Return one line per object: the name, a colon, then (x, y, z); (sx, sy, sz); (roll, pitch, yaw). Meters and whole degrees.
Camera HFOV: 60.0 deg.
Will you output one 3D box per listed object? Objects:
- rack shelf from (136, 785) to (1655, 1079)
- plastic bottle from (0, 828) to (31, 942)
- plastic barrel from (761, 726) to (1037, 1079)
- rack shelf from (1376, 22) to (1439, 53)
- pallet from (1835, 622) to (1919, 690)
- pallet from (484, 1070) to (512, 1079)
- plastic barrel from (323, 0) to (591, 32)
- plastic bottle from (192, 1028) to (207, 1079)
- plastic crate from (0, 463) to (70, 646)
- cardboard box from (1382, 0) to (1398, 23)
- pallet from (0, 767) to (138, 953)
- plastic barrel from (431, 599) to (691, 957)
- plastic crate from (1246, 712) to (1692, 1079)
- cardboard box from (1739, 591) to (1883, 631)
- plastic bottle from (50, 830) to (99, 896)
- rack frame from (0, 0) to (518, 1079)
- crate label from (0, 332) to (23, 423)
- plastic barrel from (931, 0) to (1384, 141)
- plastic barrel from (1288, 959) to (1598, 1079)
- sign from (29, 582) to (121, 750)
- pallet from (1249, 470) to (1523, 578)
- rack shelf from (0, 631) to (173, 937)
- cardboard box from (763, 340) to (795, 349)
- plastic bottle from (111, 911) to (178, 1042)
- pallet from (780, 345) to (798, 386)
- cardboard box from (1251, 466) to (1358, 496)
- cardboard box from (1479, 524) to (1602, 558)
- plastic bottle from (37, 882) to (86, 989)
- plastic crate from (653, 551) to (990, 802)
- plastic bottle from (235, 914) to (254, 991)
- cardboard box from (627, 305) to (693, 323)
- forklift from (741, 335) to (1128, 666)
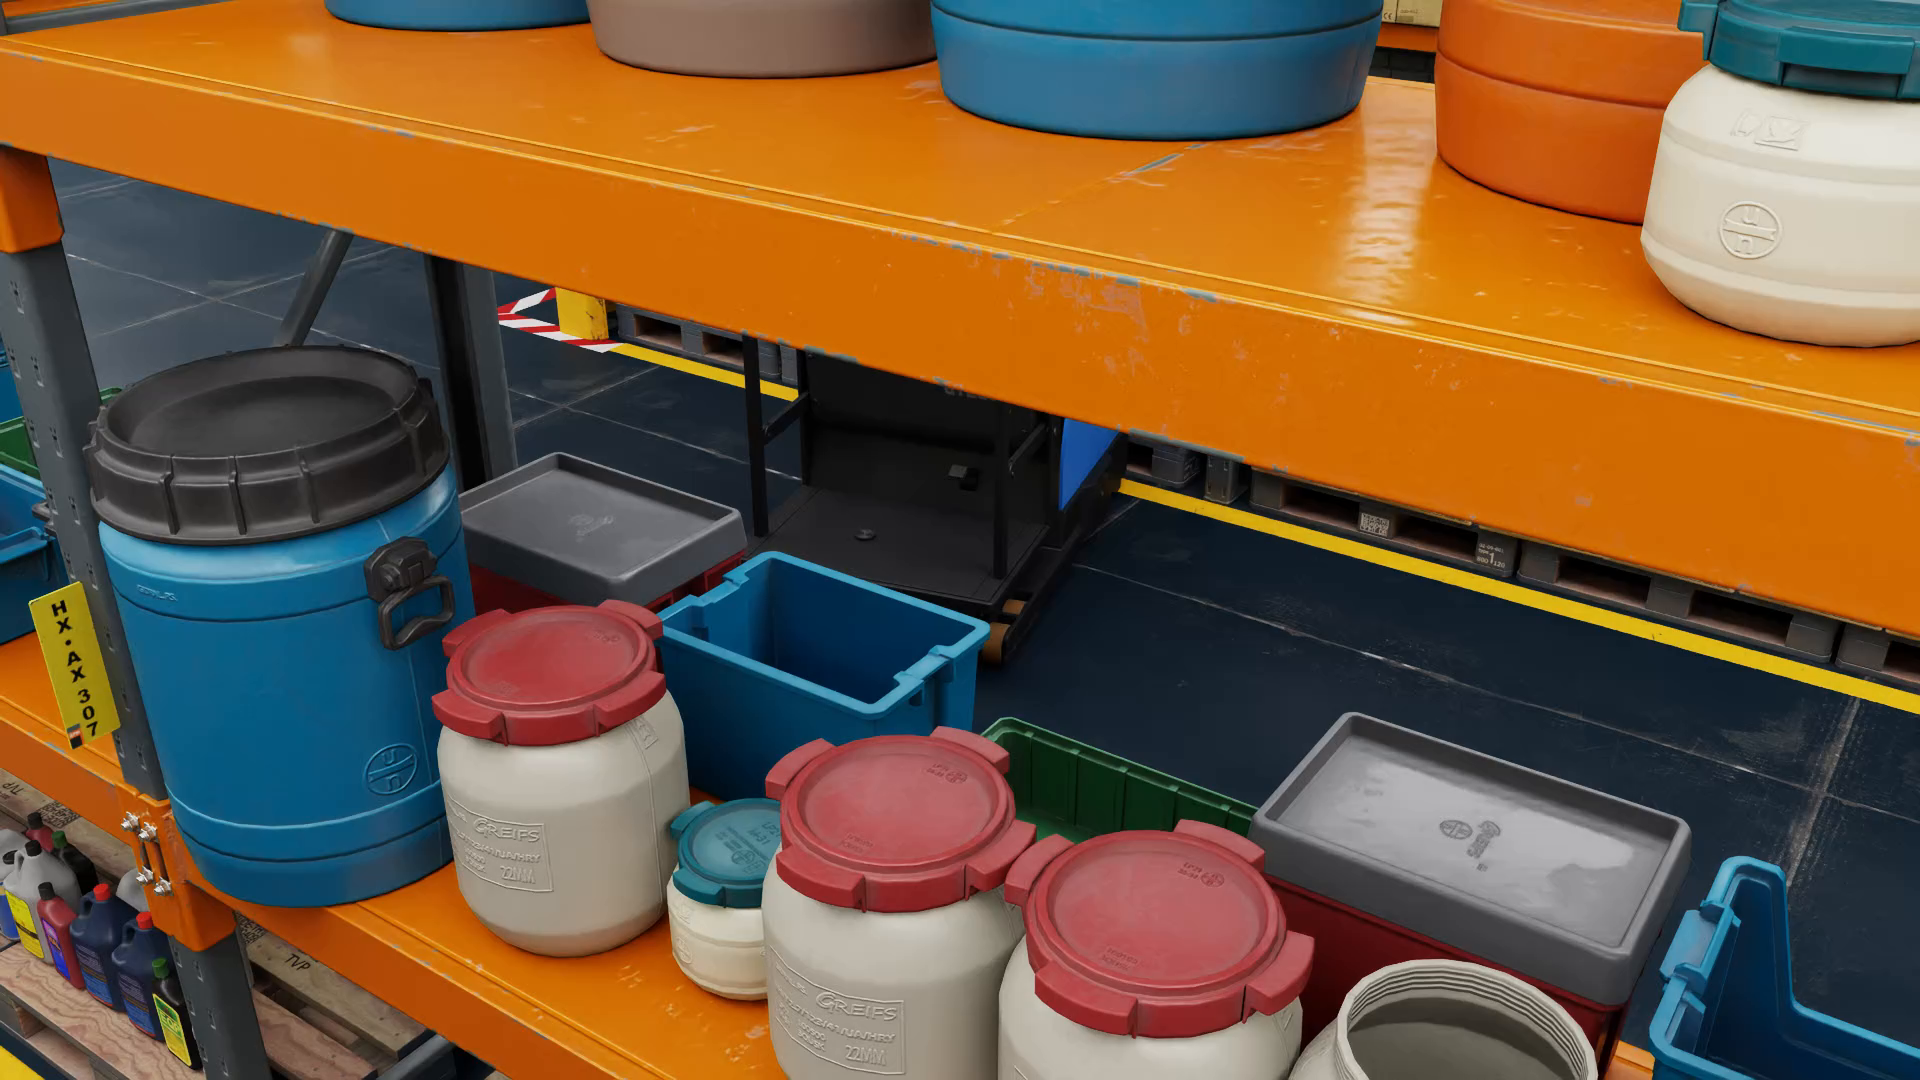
rack shelf: (0.287, 0.996, 2.779); (4.000, 0.370, 1.077); (17, 32, 30)
plastic bottle: (-2.611, 0.946, 4.601); (0.135, 0.276, 0.152); (18, 32, 31)
plastic barrel: (-0.092, 0.617, 2.580); (0.433, 0.535, 0.433); (0, 27, 0)
rack shelf: (2.599, -3.735, 12.076); (4.000, 0.370, 1.077); (17, 32, 30)
pallet: (4.087, 0.355, 6.320); (1.213, 0.211, 1.003); (17, 32, 30)
pallet: (-0.692, 1.591, 3.890); (1.213, 0.211, 1.003); (17, 32, 30)
plastic barrel: (-0.819, -1.349, 2.734); (0.708, 0.901, 0.600); (17, 32, 30)
plastic bottle: (-1.837, 1.236, 4.114); (0.097, 0.201, 0.097); (0, 27, 0)
plastic crate: (-2.427, 0.045, 4.018); (0.616, 0.251, 0.499); (17, 32, 30)
cardboard box: (2.857, -3.747, 11.449); (0.500, 0.250, 0.500); (17, 32, 30)
pallet: (-2.901, 0.903, 5.242); (1.213, 0.211, 1.003); (17, 32, 30)
plastic barrel: (-0.697, 0.429, 2.951); (0.433, 0.535, 0.433); (0, 27, 0)
plastic crate: (0.777, 0.631, 2.633); (0.583, 0.464, 0.402); (17, 32, 30)
cardboard box: (3.332, 0.071, 6.372); (0.500, 0.250, 0.500); (18, 32, 31)
plastic bottle: (-2.443, 0.941, 4.603); (0.133, 0.283, 0.061); (17, 32, 30)
rack frame: (-1.361, 0.162, 3.625); (0.127, 3.000, 1.000); (17, 32, 30)
crate label: (-2.988, -0.510, 4.906); (0.616, 0.435, 0.502); (17, 32, 30)
plastic barrel: (0.259, -1.013, 2.074); (0.708, 0.901, 0.600); (17, 32, 30)
plastic barrel: (0.620, 0.846, 2.156); (0.421, 0.512, 0.421); (0, 27, 0)
sign: (-1.682, 0.241, 3.164); (0.005, 0.325, 0.100); (17, 32, 30)
pallet: (2.076, -0.272, 7.552); (1.213, 0.211, 1.003); (17, 32, 30)
rack shelf: (-3.010, -0.031, 4.798); (4.000, 0.370, 1.077); (17, 32, 30)
cardboard box: (-0.709, -1.202, 8.873); (0.500, 0.250, 0.500); (17, 32, 30)
plastic bottle: (-2.055, 1.088, 4.240); (0.185, 0.351, 0.144); (16, 31, 29)
pallet: (-0.195, -0.979, 8.942); (1.213, 0.211, 1.003); (17, 32, 30)
cardboard box: (1.639, -0.455, 7.405); (0.500, 0.250, 0.500); (16, 31, 29)
cardboard box: (2.488, -0.191, 6.887); (0.500, 0.250, 0.500); (16, 31, 29)
plastic bottle: (-2.371, 1.043, 4.403); (0.133, 0.283, 0.061); (20, 33, 34)
plastic crate: (-0.276, 0.336, 3.301); (0.575, 0.384, 0.392); (17, 32, 30)
plastic bottle: (-1.974, 1.035, 4.345); (0.185, 0.351, 0.144); (17, 32, 30)
cardboard box: (-1.535, -1.457, 9.375); (0.500, 0.250, 0.500); (17, 32, 30)
forklift: (-0.221, -1.041, 6.064); (1.130, 2.935, 3.031); (10, 29, 18)
